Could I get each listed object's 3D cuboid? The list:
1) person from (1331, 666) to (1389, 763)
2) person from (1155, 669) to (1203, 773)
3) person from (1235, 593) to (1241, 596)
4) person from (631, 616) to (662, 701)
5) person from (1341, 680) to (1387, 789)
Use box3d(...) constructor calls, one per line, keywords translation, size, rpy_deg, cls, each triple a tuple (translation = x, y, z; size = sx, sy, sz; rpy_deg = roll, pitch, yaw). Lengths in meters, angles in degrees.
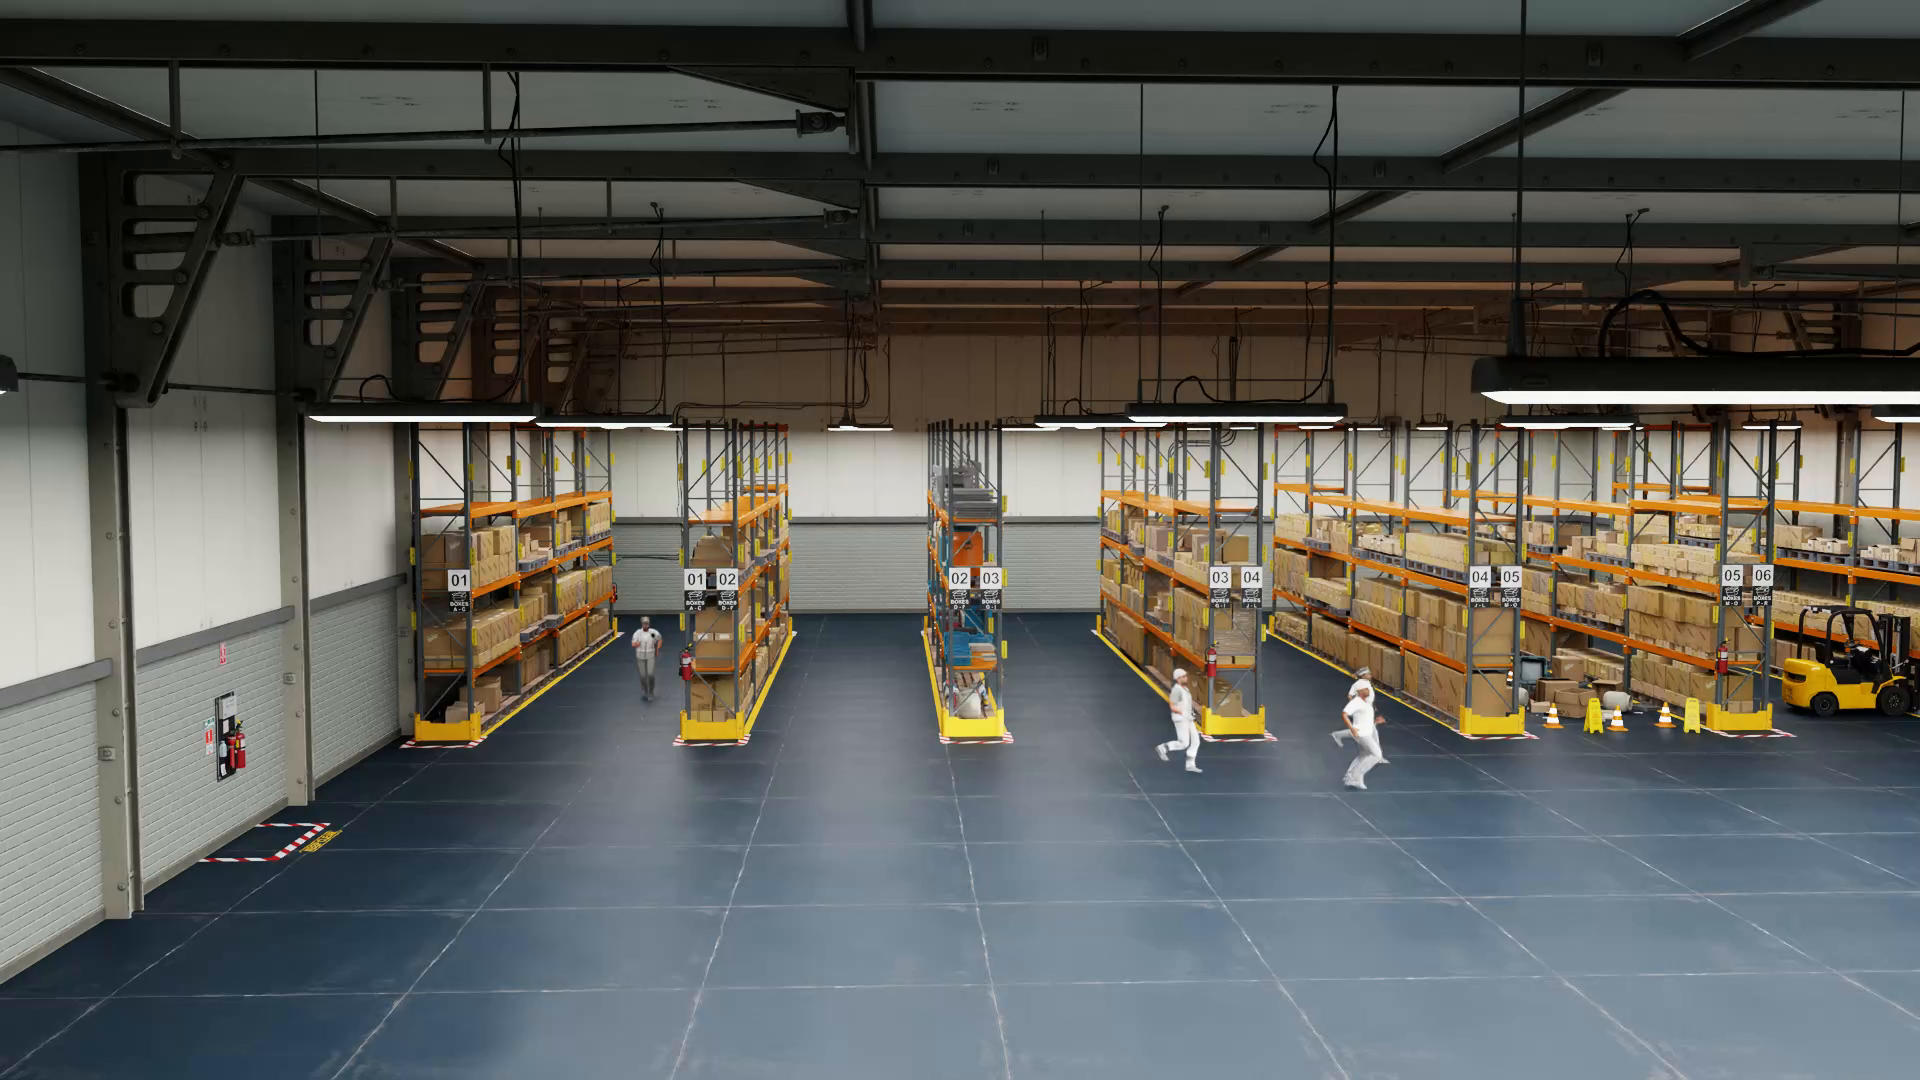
box3d(translation=(7.022, 3.044, 29.166), size=(1.032, 1.708, 0.545), rpy_deg=(2, 4, 24), cls="person")
box3d(translation=(3.739, 3.052, 28.205), size=(0.825, 1.754, 0.668), rpy_deg=(2, 4, 28), cls="person")
box3d(translation=(7.856, 1.899, 45.820), size=(0.676, 1.819, 0.906), rpy_deg=(0, 4, 2), cls="person")
box3d(translation=(-6.745, 2.560, 35.763), size=(0.640, 1.831, 0.727), rpy_deg=(0, 4, -4), cls="person")
box3d(translation=(6.504, 3.126, 26.723), size=(0.673, 1.742, 0.676), rpy_deg=(2, 4, 23), cls="person")
